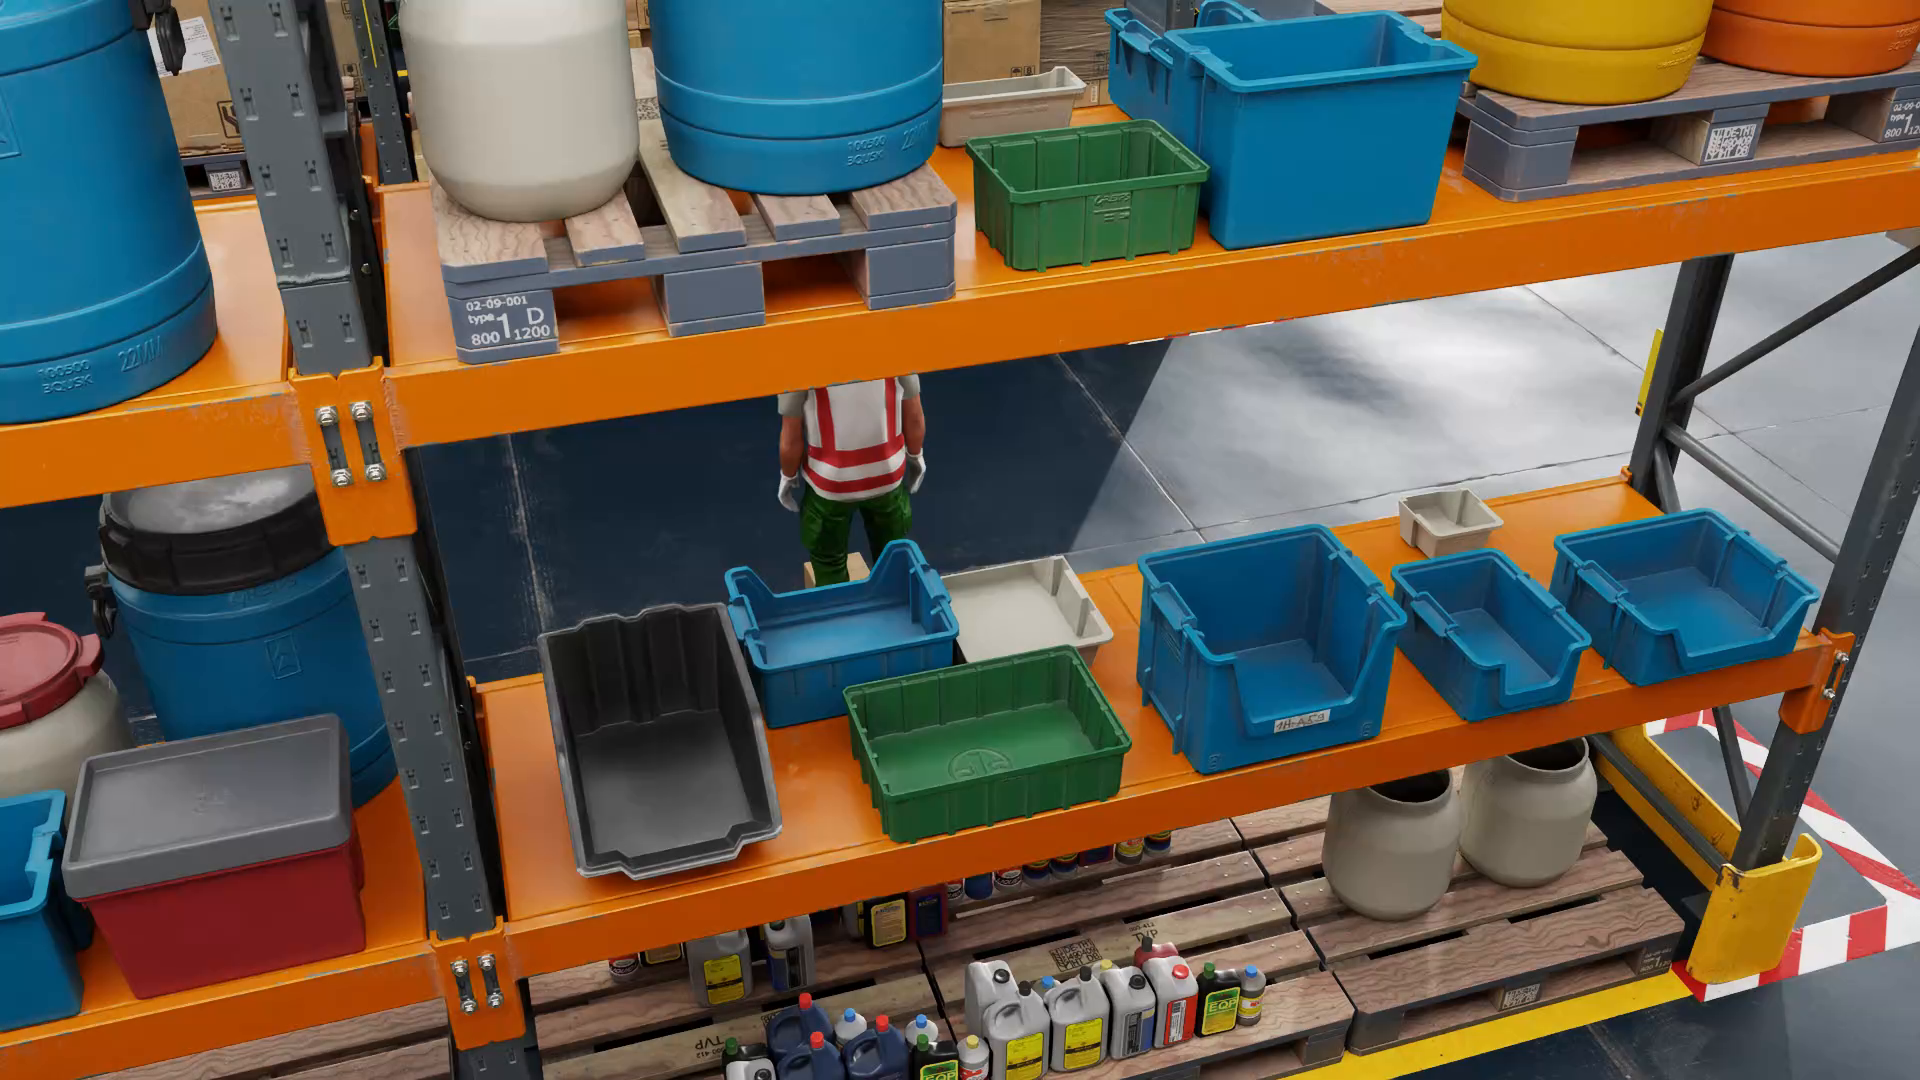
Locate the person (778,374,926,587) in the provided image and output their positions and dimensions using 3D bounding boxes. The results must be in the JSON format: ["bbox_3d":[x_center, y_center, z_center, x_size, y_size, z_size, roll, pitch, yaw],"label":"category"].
[{"bbox_3d":[-0.423,-0.274,6.540,0.603,1.778,0.452,-10,35,-15],"label":"person"}]
